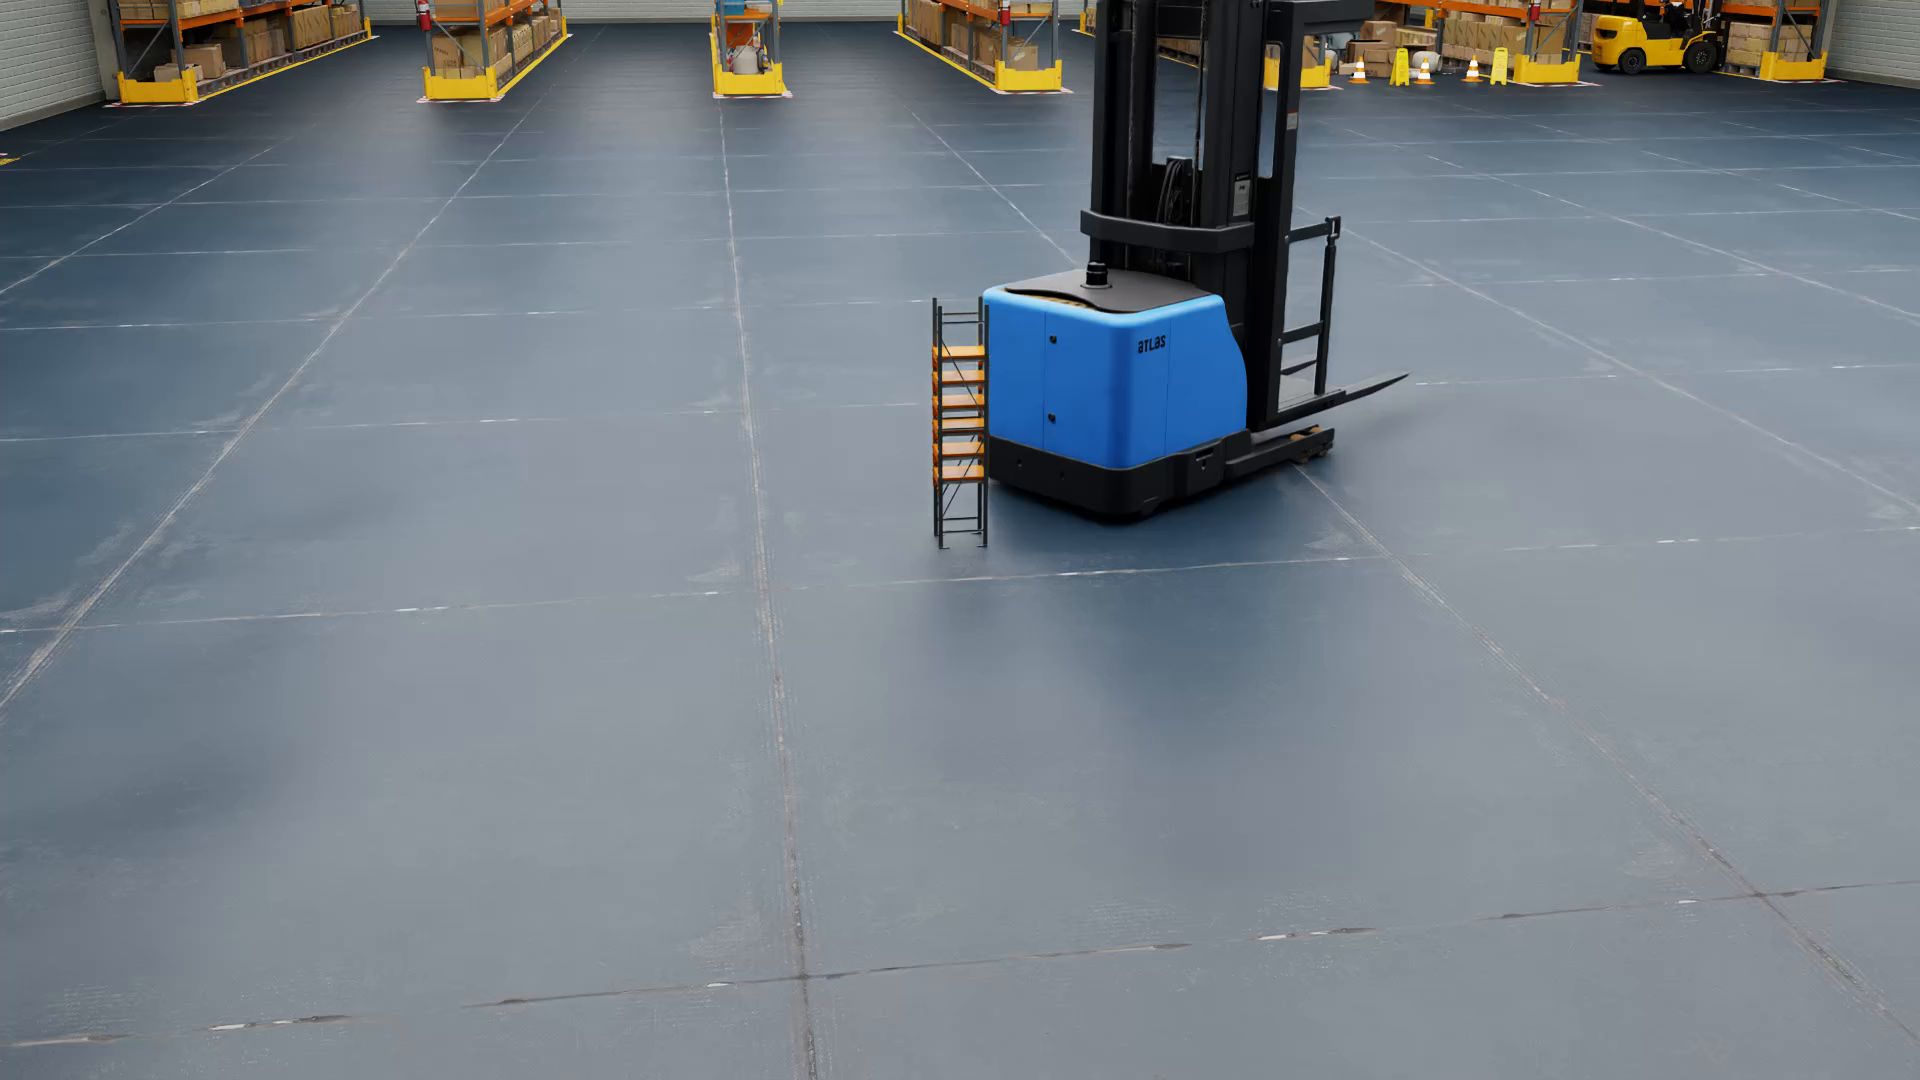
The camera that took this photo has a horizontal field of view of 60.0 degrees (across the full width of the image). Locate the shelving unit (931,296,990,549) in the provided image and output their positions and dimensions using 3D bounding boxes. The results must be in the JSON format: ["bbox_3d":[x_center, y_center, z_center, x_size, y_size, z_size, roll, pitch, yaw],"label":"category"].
[{"bbox_3d":[0.002,-0.557,7.993,0.258,1.200,0.189,-3,21,-8],"label":"shelving unit"}]

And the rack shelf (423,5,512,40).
[{"bbox_3d":[-8.852,-9.380,30.071,1.077,0.370,4.000,-3,21,-8],"label":"rack shelf"}]

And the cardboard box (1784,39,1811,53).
[{"bbox_3d":[16.095,-9.590,32.222,0.500,0.250,0.500,-3,21,-7],"label":"cardboard box"}]

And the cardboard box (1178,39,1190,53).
[{"bbox_3d":[5.272,-10.810,35.488,1.050,0.750,0.750,-3,21,-8],"label":"cardboard box"}]

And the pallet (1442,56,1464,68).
[{"bbox_3d":[10.601,-9.871,34.342,1.003,0.211,1.213,-3,21,-8],"label":"pallet"}]

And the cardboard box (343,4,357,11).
[{"bbox_3d":[-15.373,-13.370,41.772,0.380,0.149,0.250,-3,21,-8],"label":"cardboard box"}]

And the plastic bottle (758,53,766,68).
[{"bbox_3d":[-3.767,-9.145,31.678,0.152,0.276,0.135,-3,21,-7],"label":"plastic bottle"}]

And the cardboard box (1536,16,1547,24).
[{"bbox_3d":[14.390,-12.560,40.531,0.500,0.500,0.500,-2,21,-5],"label":"cardboard box"}]

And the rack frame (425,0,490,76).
[{"bbox_3d":[-8.564,-9.025,28.091,1.000,3.000,0.127,-3,21,-8],"label":"rack frame"}]

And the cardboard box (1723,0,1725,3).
[{"bbox_3d":[15.403,-11.009,33.263,0.500,0.500,0.500,-3,21,-7],"label":"cardboard box"}]

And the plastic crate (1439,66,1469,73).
[{"bbox_3d":[9.884,-9.455,33.417,0.402,0.080,0.583,-11,23,-26],"label":"plastic crate"}]

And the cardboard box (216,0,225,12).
[{"bbox_3d":[-13.522,-9.602,29.825,0.500,0.250,0.500,-3,21,-8],"label":"cardboard box"}]

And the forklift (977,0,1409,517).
[{"bbox_3d":[1.495,-1.917,9.159,3.031,2.935,1.130,-19,28,-41],"label":"forklift"}]

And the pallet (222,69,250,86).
[{"bbox_3d":[-13.910,-8.621,30.997,1.003,0.211,1.213,-3,21,-8],"label":"pallet"}]

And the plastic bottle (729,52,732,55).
[{"bbox_3d":[-4.392,-9.241,31.943,0.097,0.271,0.097,0,20,0],"label":"plastic bottle"}]

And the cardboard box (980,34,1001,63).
[{"bbox_3d":[0.681,-9.793,33.121,0.500,0.500,0.500,-4,21,-9],"label":"cardboard box"}]

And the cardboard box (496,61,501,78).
[{"bbox_3d":[-8.569,-8.476,29.953,0.500,0.250,0.500,-3,21,-8],"label":"cardboard box"}]

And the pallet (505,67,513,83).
[{"bbox_3d":[-9.068,-8.826,31.545,1.003,0.211,1.213,-3,21,-8],"label":"pallet"}]

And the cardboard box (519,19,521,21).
[{"bbox_3d":[-10.313,-11.677,38.137,0.500,0.500,0.500,-3,21,-7],"label":"cardboard box"}]

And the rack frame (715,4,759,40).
[{"bbox_3d":[-5.392,-13.428,39.881,1.000,3.000,0.127,-3,21,-8],"label":"rack frame"}]

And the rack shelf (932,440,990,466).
[{"bbox_3d":[0.002,-0.403,8.050,0.258,0.103,0.180,-3,21,-8],"label":"rack shelf"}]

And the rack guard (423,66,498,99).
[{"bbox_3d":[-8.561,-7.845,28.507,1.175,0.500,0.348,-3,21,-8],"label":"rack guard"}]

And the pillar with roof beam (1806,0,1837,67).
[{"bbox_3d":[12.489,-13.154,30.574,9.100,9.000,0.400,-3,21,-8],"label":"pillar with roof beam"}]

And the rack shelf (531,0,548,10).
[{"bbox_3d":[-10.006,-12.150,37.487,1.077,0.370,4.000,-3,21,-8],"label":"rack shelf"}]

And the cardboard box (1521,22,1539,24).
[{"bbox_3d":[11.055,-9.939,32.798,0.500,0.500,0.500,-3,21,-7],"label":"cardboard box"}]

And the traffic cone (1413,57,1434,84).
[{"bbox_3d":[8.658,-8.744,30.967,0.336,0.463,0.334,-3,21,-8],"label":"traffic cone"}]

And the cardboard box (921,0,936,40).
[{"bbox_3d":[-0.249,-12.349,39.429,1.225,0.875,0.875,-4,21,-10],"label":"cardboard box"}]

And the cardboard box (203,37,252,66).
[{"bbox_3d":[-14.165,-9.447,32.168,0.700,0.500,0.500,-2,21,-6],"label":"cardboard box"}]

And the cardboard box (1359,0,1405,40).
[{"bbox_3d":[9.875,-12.237,39.130,0.875,0.875,0.875,-3,21,-8],"label":"cardboard box"}]

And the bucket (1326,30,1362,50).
[{"bbox_3d":[7.886,-10.371,34.202,0.726,0.611,0.620,4,11,11],"label":"bucket"}]

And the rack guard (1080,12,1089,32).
[{"bbox_3d":[3.867,-14.080,45.201,1.175,0.500,0.348,-3,21,-8],"label":"rack guard"}]

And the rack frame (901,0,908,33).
[{"bbox_3d":[-1.067,-15.063,44.258,1.000,3.000,0.127,-3,21,-8],"label":"rack frame"}]

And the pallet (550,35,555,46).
[{"bbox_3d":[-10.392,-12.111,40.340,1.003,0.211,1.213,-3,21,-8],"label":"pallet"}]

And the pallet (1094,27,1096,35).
[{"bbox_3d":[4.121,-13.241,43.365,1.003,0.211,1.213,-3,21,-8],"label":"pallet"}]

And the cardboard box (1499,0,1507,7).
[{"bbox_3d":[10.551,-10.283,31.821,0.380,0.149,0.250,-3,21,-7],"label":"cardboard box"}]

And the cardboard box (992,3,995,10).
[{"bbox_3d":[0.798,-9.925,30.863,0.380,0.149,0.250,-3,21,-8],"label":"cardboard box"}]

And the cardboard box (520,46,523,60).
[{"bbox_3d":[-9.103,-9.826,33.568,0.500,0.250,0.500,-4,21,-9],"label":"cardboard box"}]

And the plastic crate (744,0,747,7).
[{"bbox_3d":[-4.289,-10.441,31.973,0.767,0.338,0.504,-3,21,-8],"label":"plastic crate"}]

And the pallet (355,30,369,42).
[{"bbox_3d":[-15.579,-12.734,42.008,1.003,0.211,1.213,-3,21,-8],"label":"pallet"}]

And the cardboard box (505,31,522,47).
[{"bbox_3d":[-9.097,-10.089,33.470,0.500,0.311,0.500,-4,21,-10],"label":"cardboard box"}]

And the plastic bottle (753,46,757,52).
[{"bbox_3d":[-4.003,-9.407,32.274,0.144,0.351,0.185,-3,21,-8],"label":"plastic bottle"}]

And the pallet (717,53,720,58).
[{"bbox_3d":[-4.569,-10.045,34.809,1.003,0.211,1.213,-3,21,-8],"label":"pallet"}]

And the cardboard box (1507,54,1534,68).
[{"bbox_3d":[10.660,-9.206,31.907,0.500,0.250,0.500,-3,21,-8],"label":"cardboard box"}]

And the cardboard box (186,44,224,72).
[{"bbox_3d":[-13.853,-8.836,30.531,0.500,0.500,0.500,-4,21,-12],"label":"cardboard box"}]

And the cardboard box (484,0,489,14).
[{"bbox_3d":[-8.765,-9.587,29.456,0.700,0.500,0.500,-3,21,-7],"label":"cardboard box"}]

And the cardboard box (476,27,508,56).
[{"bbox_3d":[-8.797,-9.346,31.210,0.500,0.500,0.500,-3,21,-8],"label":"cardboard box"}]

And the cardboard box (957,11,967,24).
[{"bbox_3d":[0.212,-11.449,36.454,0.500,0.250,0.500,-2,21,-6],"label":"cardboard box"}]

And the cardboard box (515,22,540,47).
[{"bbox_3d":[-9.581,-11.182,36.813,0.500,0.500,0.500,-4,21,-10],"label":"cardboard box"}]

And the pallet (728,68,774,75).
[{"bbox_3d":[-4.004,-8.694,31.191,1.003,0.211,1.213,-3,21,-8],"label":"pallet"}]
